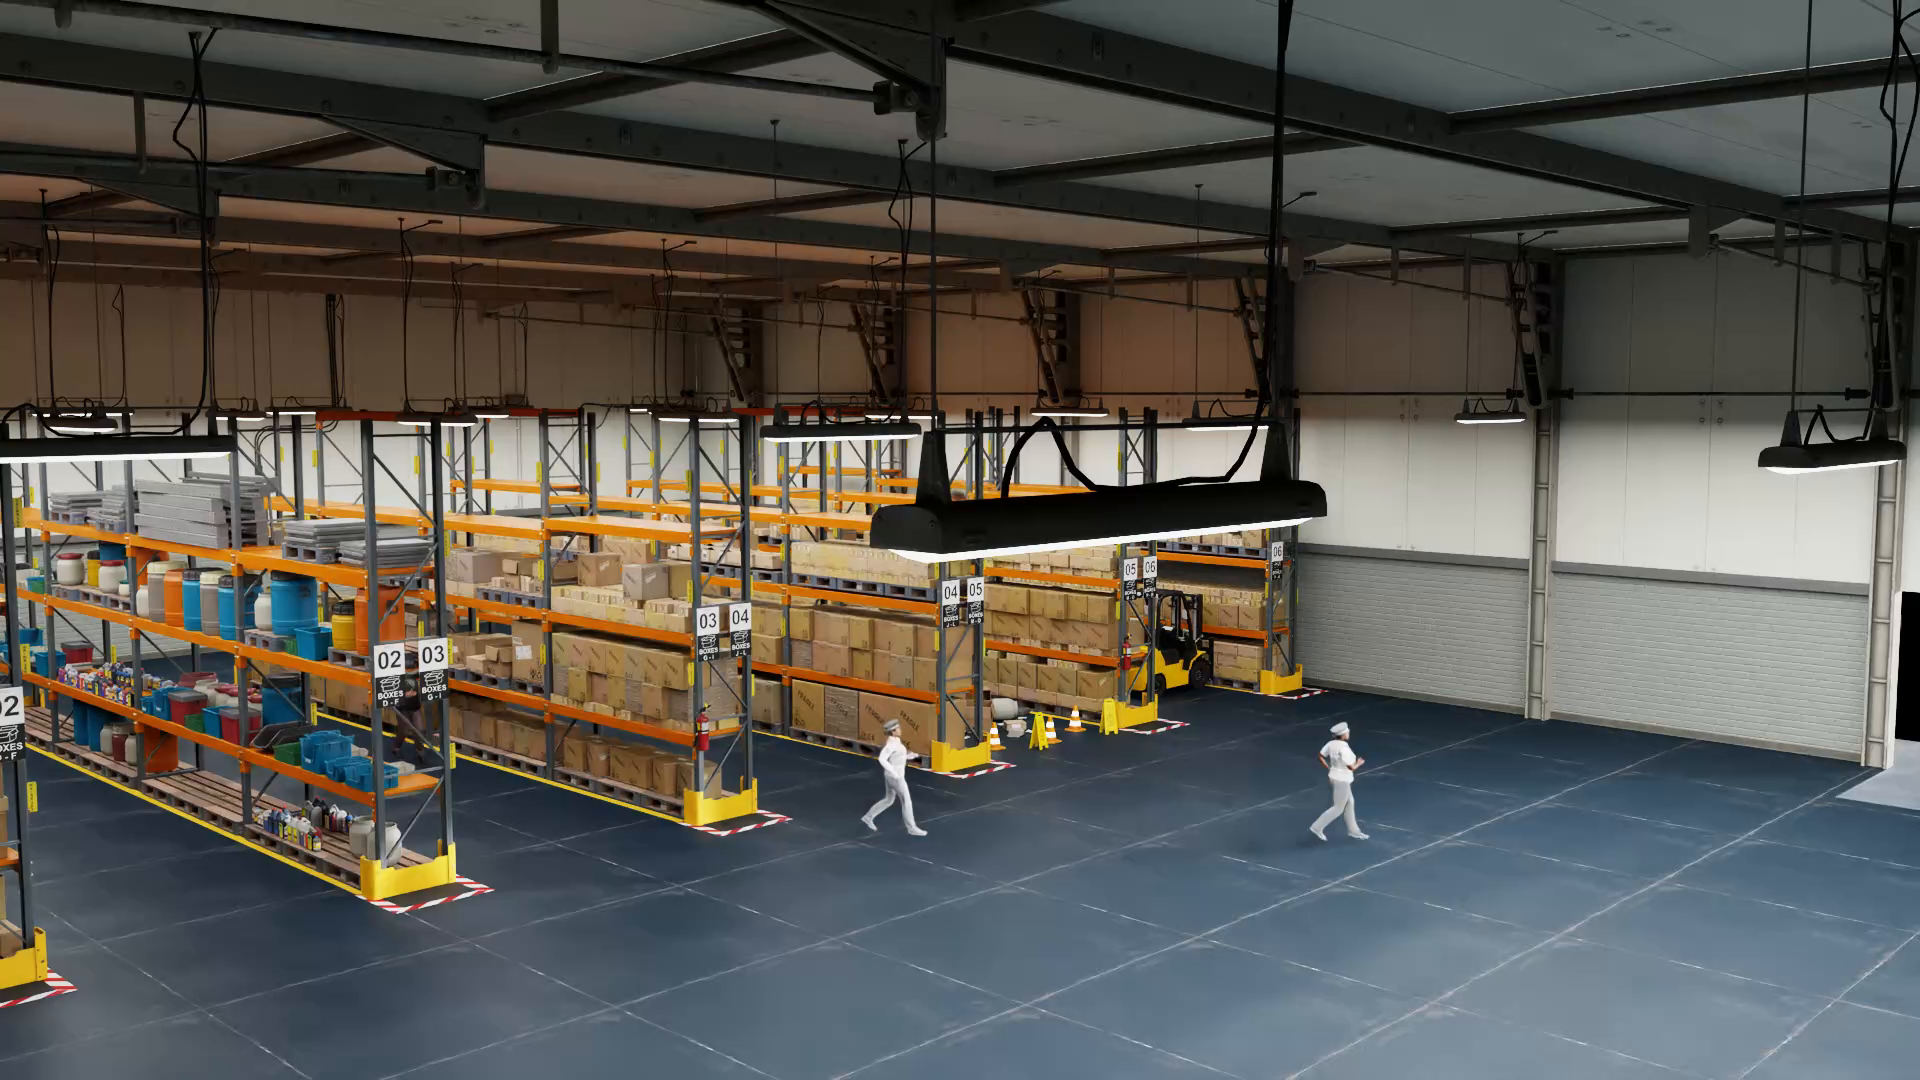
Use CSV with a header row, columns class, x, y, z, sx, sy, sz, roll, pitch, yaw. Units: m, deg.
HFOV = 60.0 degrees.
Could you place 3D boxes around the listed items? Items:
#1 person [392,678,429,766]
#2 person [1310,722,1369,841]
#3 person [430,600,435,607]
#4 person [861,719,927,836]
class,x,y,z,sx,sy,sz,roll,pitch,yaw
person,-9.422,2.945,28.384,0.835,1.763,0.647,4,7,40
person,5.288,3.396,23.346,0.839,1.691,0.572,-1,5,-10
person,-12.561,1.981,39.412,0.747,1.733,0.864,3,6,33
person,-0.930,3.376,23.655,0.921,1.669,0.612,-1,5,-7
